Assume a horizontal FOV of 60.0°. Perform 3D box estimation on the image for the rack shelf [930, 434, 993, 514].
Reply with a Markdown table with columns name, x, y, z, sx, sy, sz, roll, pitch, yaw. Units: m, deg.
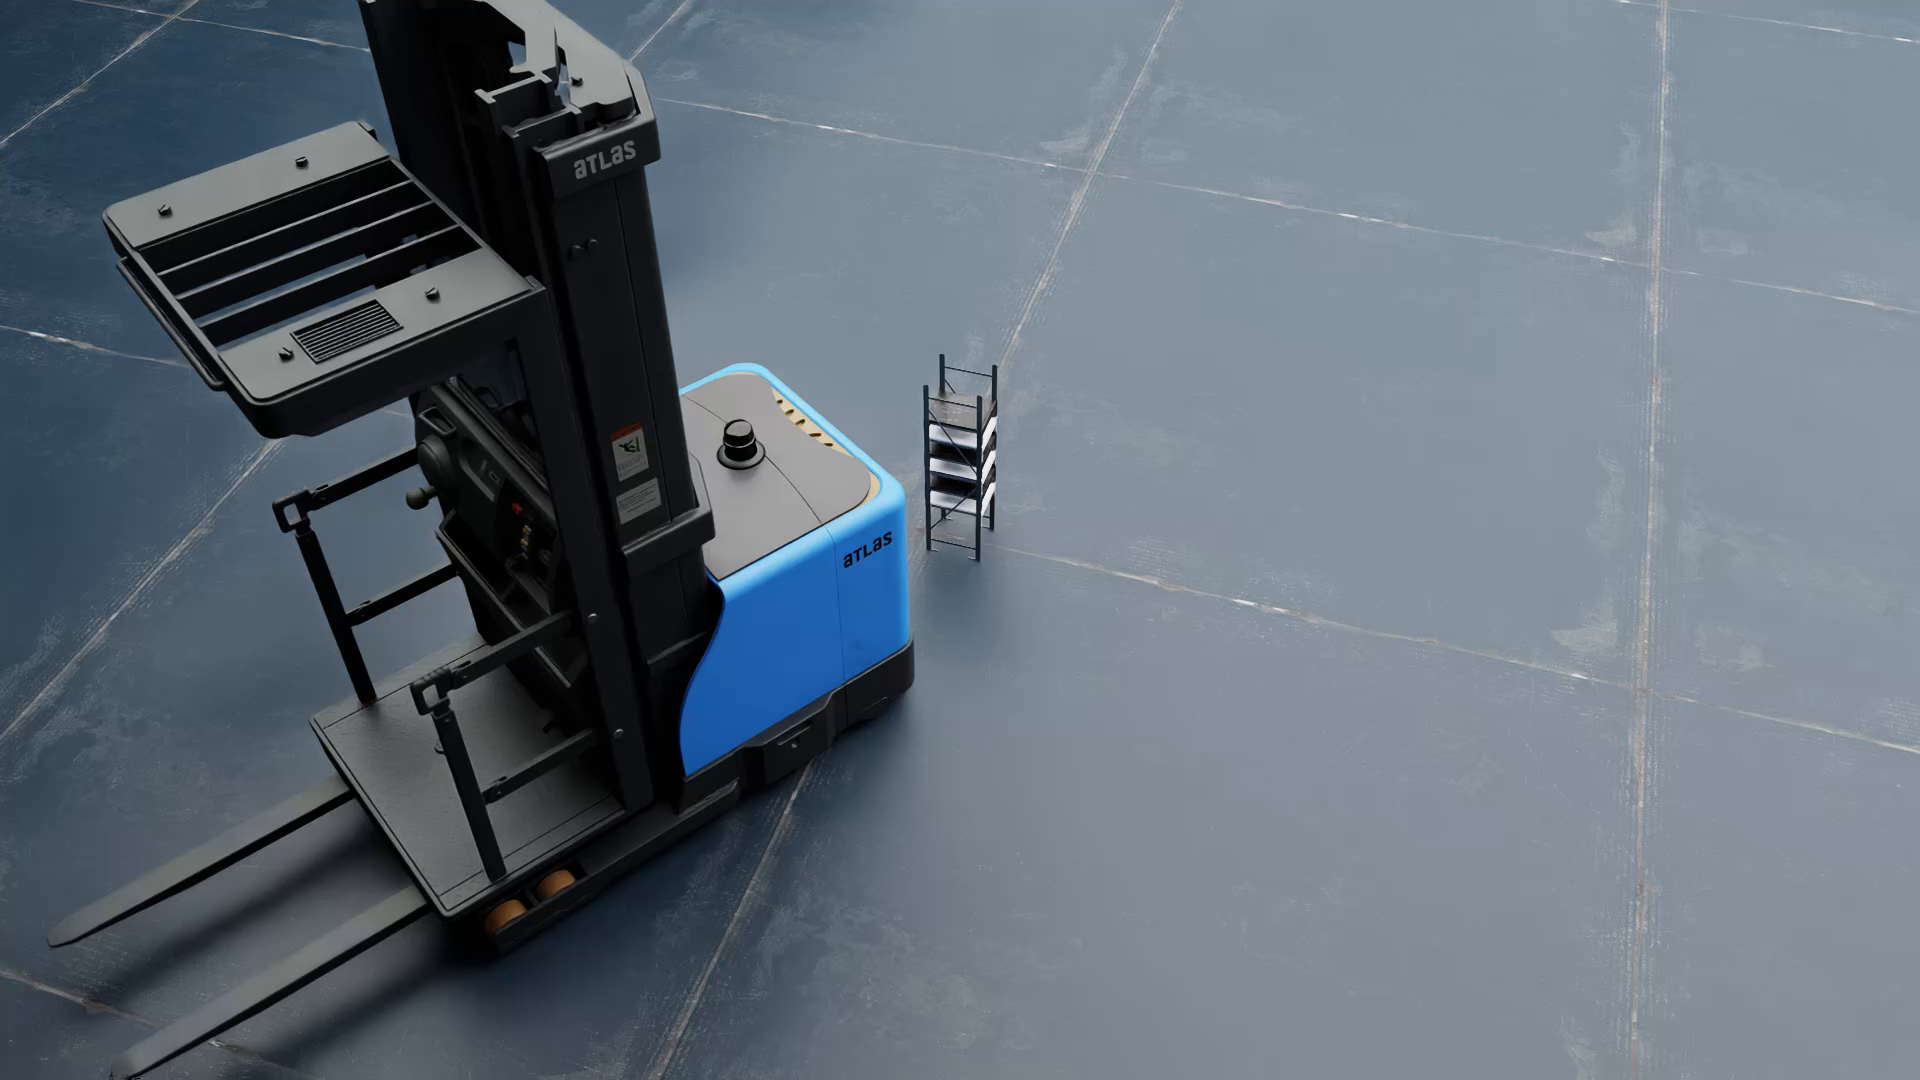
| name | x | y | z | sx | sy | sz | roll | pitch | yaw |
| --- | --- | --- | --- | --- | --- | --- | --- | --- | --- |
| rack shelf | 0.002 | -0.291 | 6.875 | 0.221 | 0.281 | 0.190 | 13 | 46 | 12 |

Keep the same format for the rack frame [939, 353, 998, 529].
| name | x | y | z | sx | sy | sz | roll | pitch | yaw |
| --- | --- | --- | --- | --- | --- | --- | --- | --- | --- |
| rack frame | 0.033 | -0.395 | 6.909 | 0.240 | 0.900 | 0.006 | 13 | 46 | 12 |

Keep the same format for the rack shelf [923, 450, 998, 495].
| name | x | y | z | sx | sy | sz | roll | pitch | yaw |
| --- | --- | --- | --- | --- | --- | --- | --- | --- | --- |
| rack shelf | 0.002 | -0.303 | 6.863 | 0.258 | 0.077 | 0.200 | 13 | 46 | 12 |

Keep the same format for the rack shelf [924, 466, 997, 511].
| name | x | y | z | sx | sy | sz | roll | pitch | yaw |
| --- | --- | --- | --- | --- | --- | --- | --- | --- | --- |
| rack shelf | 0.002 | -0.239 | 6.926 | 0.258 | 0.077 | 0.200 | 13 | 46 | 12 |

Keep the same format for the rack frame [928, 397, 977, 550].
| name | x | y | z | sx | sy | sz | roll | pitch | yaw |
| --- | --- | --- | --- | --- | --- | --- | --- | --- | --- |
| rack frame | -0.028 | -0.259 | 6.770 | 0.228 | 0.785 | 0.003 | 13 | 46 | 12 |

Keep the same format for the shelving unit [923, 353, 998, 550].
| name | x | y | z | sx | sy | sz | roll | pitch | yaw |
| --- | --- | --- | --- | --- | --- | --- | --- | --- | --- |
| shelving unit | 0.003 | -0.328 | 6.840 | 0.258 | 0.900 | 0.208 | 13 | 46 | 12 |

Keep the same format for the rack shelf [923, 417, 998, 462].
| name | x | y | z | sx | sy | sz | roll | pitch | yaw |
| --- | --- | --- | --- | --- | --- | --- | --- | --- | --- |
| rack shelf | 0.002 | -0.432 | 6.737 | 0.258 | 0.077 | 0.200 | 13 | 46 | 12 |
